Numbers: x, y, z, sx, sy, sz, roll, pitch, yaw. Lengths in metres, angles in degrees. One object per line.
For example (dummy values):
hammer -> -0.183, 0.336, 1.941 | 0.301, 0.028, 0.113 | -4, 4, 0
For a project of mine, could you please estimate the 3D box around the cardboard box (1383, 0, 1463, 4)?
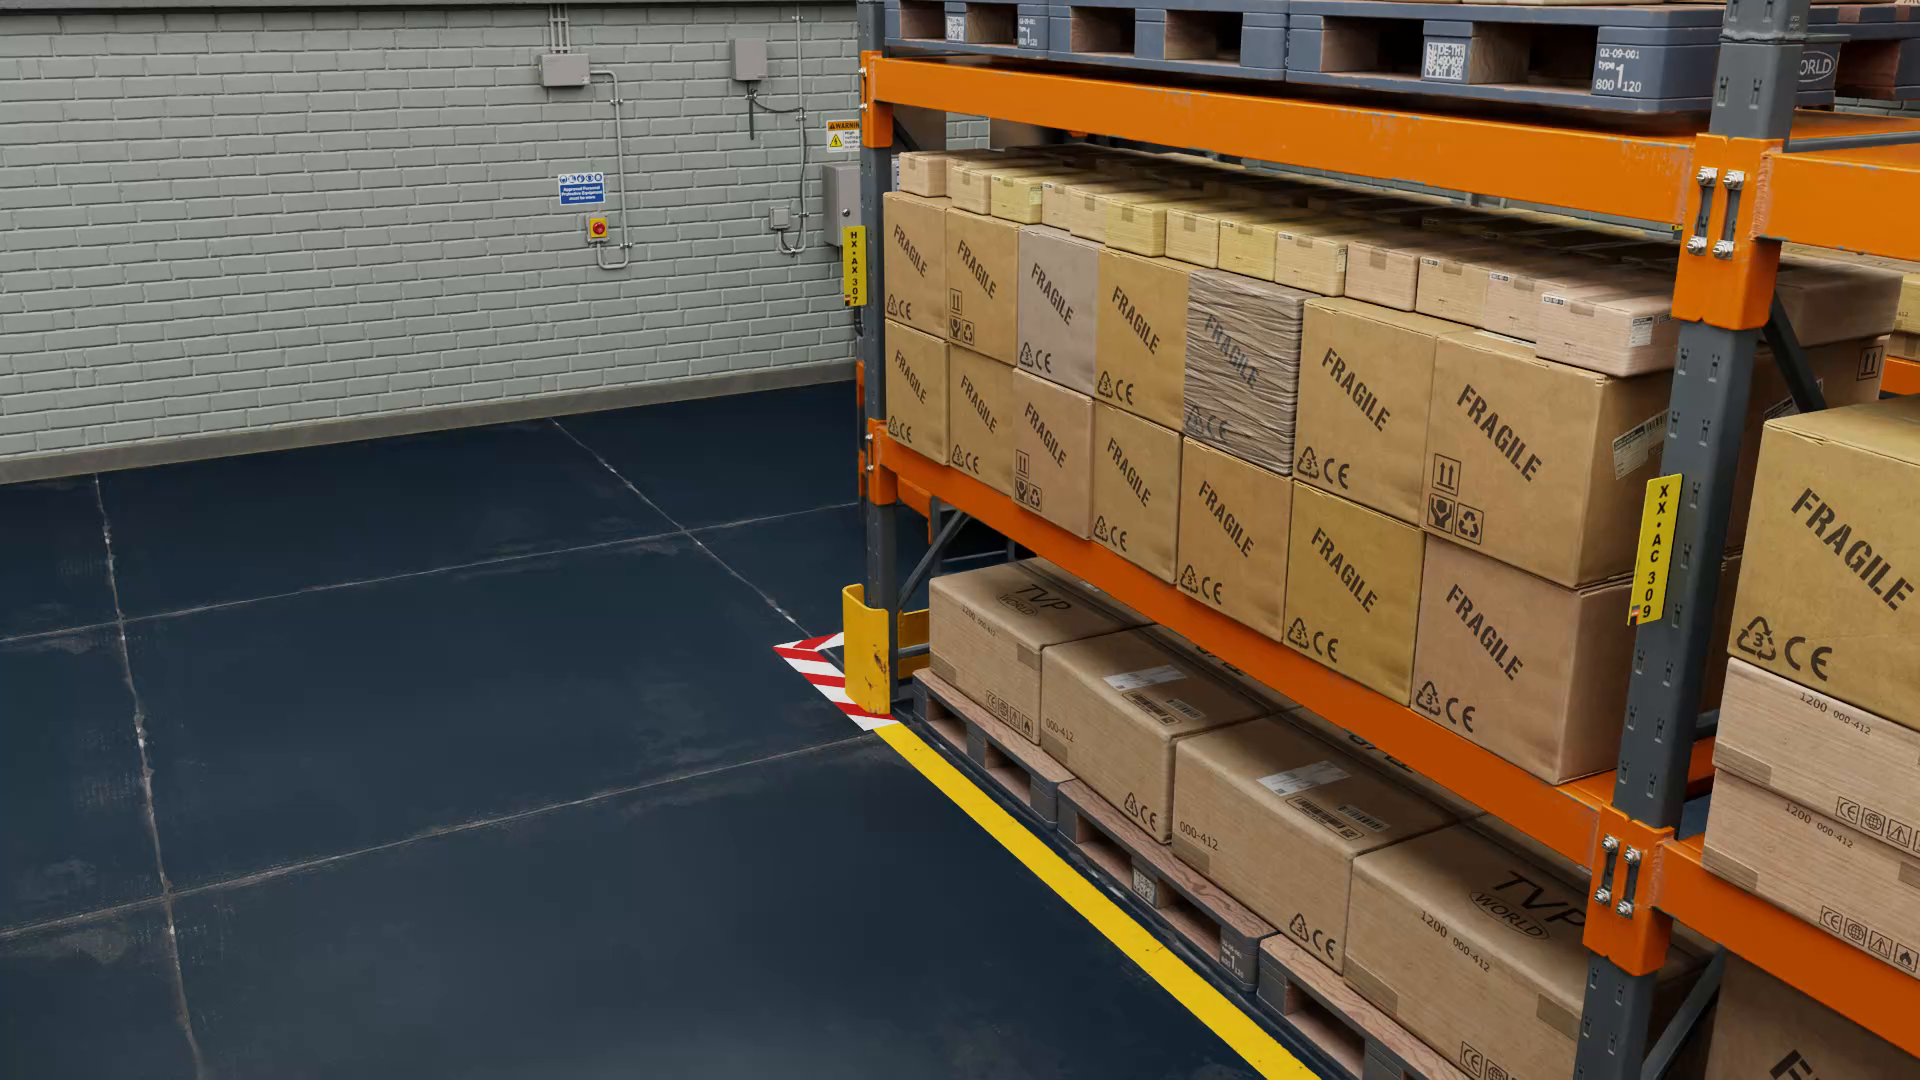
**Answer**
cardboard box -> 1.247, -1.372, 3.997 | 0.380, 0.149, 0.250 | -9, 21, -25

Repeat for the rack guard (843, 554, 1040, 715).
rack guard -> 0.047, 0.409, 7.678 | 1.175, 0.500, 0.348 | -10, 21, -27

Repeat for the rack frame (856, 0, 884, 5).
rack frame -> 0.058, -3.601, 6.272 | 1.000, 3.000, 0.127 | -10, 21, -27

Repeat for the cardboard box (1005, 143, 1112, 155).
cardboard box -> 0.405, -1.520, 6.757 | 0.380, 0.149, 0.250 | -10, 21, -26

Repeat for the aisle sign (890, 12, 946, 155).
aisle sign -> -0.231, -1.970, 6.756 | 0.394, 0.787, 0.004 | -10, 21, -27

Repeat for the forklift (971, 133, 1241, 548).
forklift -> 1.492, -1.619, 9.831 | 3.031, 2.935, 1.130 | -8, 21, -23

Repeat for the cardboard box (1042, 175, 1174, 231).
cardboard box -> 0.505, -1.150, 5.686 | 0.380, 0.149, 0.250 | -10, 21, -26

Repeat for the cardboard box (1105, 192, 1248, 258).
cardboard box -> 0.682, -0.995, 5.237 | 0.380, 0.149, 0.250 | -11, 22, -28

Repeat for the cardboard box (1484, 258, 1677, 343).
cardboard box -> 1.501, -0.575, 4.019 | 0.380, 0.149, 0.250 | -9, 21, -25

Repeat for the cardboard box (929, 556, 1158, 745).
cardboard box -> 0.459, 0.421, 7.096 | 0.875, 0.438, 0.875 | -11, 22, -28

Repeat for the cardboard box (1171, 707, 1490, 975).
cardboard box -> 1.328, 0.942, 5.587 | 0.875, 0.438, 0.875 | -11, 22, -28

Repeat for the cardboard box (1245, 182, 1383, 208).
cardboard box -> 1.167, -1.084, 5.493 | 0.380, 0.149, 0.250 | -9, 21, -25

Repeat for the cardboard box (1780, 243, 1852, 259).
cardboard box -> 4.403, -1.433, 8.959 | 0.500, 0.250, 0.500 | -10, 21, -26

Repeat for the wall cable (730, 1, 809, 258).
wall cable -> -1.397, -3.084, 12.412 | 0.588, 1.984, 0.122 | -10, 21, -27

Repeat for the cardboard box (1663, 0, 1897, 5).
cardboard box -> 1.863, -1.529, 3.916 | 0.500, 0.500, 0.500 | -10, 21, -26

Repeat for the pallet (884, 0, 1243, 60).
pallet -> 0.420, -1.930, 6.163 | 1.003, 0.211, 1.213 | -10, 21, -27

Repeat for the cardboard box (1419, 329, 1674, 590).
cardboard box -> 1.490, -0.230, 4.012 | 0.500, 0.500, 0.500 | -10, 21, -27

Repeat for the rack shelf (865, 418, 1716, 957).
rack shelf -> 1.008, 0.149, 5.704 | 1.077, 0.370, 4.000 | -10, 21, -27

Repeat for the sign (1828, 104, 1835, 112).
sign -> 4.923, -2.312, 9.474 | 0.100, 0.325, 0.005 | -10, 21, -27

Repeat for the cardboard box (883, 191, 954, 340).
cardboard box -> 0.035, -1.103, 6.544 | 0.500, 0.500, 0.500 | -11, 22, -28

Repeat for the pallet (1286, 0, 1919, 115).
pallet -> 1.578, -1.230, 4.133 | 1.003, 0.211, 1.213 | -10, 21, -27

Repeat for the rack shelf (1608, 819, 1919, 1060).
rack shelf -> 2.907, 1.297, 2.376 | 1.077, 0.370, 4.000 | -10, 21, -27

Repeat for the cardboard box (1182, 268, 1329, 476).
cardboard box -> 1.007, -0.521, 4.857 | 0.500, 0.500, 0.500 | -10, 21, -26

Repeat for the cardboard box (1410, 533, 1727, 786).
cardboard box -> 1.512, 0.242, 4.178 | 0.500, 0.500, 0.500 | -10, 21, -26

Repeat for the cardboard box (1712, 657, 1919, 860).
cardboard box -> 1.918, 0.388, 3.373 | 0.500, 0.250, 0.500 | -11, 22, -28

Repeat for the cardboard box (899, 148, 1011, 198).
cardboard box -> -0.017, -1.447, 6.546 | 0.380, 0.149, 0.250 | -9, 21, -26

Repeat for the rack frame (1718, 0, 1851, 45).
rack frame -> 1.958, -2.453, 2.944 | 1.000, 3.000, 0.127 | -10, 21, -27

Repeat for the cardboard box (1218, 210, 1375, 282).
cardboard box -> 0.980, -0.859, 4.843 | 0.380, 0.149, 0.250 | -10, 22, -28

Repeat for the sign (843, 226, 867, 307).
sign -> -0.433, -1.128, 6.852 | 0.100, 0.325, 0.005 | -10, 21, -27

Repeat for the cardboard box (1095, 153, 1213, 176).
cardboard box -> 0.743, -1.390, 6.379 | 0.380, 0.149, 0.250 | -10, 22, -27

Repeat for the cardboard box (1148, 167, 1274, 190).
cardboard box -> 0.888, -1.225, 5.902 | 0.380, 0.149, 0.250 | -10, 22, -27

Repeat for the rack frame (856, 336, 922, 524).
rack frame -> -0.369, -0.665, 9.828 | 0.500, 1.125, 0.032 | -9, 21, -24

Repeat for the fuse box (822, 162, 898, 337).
fuse box -> -0.722, -2.055, 12.963 | 0.539, 1.711, 0.414 | -10, 21, -27

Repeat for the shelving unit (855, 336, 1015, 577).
shelving unit -> -0.149, -0.516, 9.395 | 0.538, 1.125, 1.048 | -9, 21, -24

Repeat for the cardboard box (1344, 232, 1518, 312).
cardboard box -> 1.256, -0.718, 4.434 | 0.380, 0.149, 0.250 | -10, 21, -27

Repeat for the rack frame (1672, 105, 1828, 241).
rack frame -> 4.425, -1.535, 9.482 | 1.000, 3.000, 0.127 | -10, 21, -27

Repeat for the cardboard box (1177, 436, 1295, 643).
cardboard box -> 1.011, -0.047, 5.015 | 0.500, 0.500, 0.500 | -10, 22, -27

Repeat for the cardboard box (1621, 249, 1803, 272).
cardboard box -> 1.900, -0.645, 4.223 | 0.380, 0.149, 0.250 | -10, 21, -26

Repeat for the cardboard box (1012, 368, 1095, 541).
cardboard box -> 0.524, -0.341, 5.867 | 0.500, 0.500, 0.500 | -10, 21, -27

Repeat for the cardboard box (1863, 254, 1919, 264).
cardboard box -> 5.120, -1.366, 8.765 | 0.500, 0.250, 0.500 | -10, 21, -26

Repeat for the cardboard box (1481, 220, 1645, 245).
cardboard box -> 1.678, -0.793, 4.651 | 0.380, 0.149, 0.250 | -10, 21, -27

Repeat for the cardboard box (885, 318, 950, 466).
cardboard box -> 0.033, -0.630, 6.706 | 0.500, 0.500, 0.500 | -10, 21, -27

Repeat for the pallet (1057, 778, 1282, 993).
pallet -> 1.082, 1.120, 6.062 | 1.003, 0.211, 1.213 | -10, 21, -27

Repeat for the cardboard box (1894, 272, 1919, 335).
cardboard box -> 4.886, -1.143, 8.120 | 0.500, 0.250, 0.500 | -10, 22, -28

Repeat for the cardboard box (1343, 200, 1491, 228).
cardboard box -> 1.385, -0.933, 5.057 | 0.380, 0.149, 0.250 | -10, 21, -27

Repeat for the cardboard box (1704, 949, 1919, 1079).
cardboard box -> 2.322, 1.354, 3.721 | 0.875, 0.875, 0.875 | -9, 21, -25

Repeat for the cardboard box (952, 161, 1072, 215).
cardboard box -> 0.193, -1.290, 6.092 | 0.380, 0.149, 0.250 | -9, 21, -25

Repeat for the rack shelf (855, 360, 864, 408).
rack shelf -> -0.149, -0.793, 9.300 | 0.538, 0.278, 1.000 | -9, 21, -24

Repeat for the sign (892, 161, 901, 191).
sign -> -0.386, -2.755, 13.162 | 0.329, 0.494, 0.001 | -10, 21, -27

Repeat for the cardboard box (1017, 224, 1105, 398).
cardboard box -> 0.538, -0.809, 5.693 | 0.500, 0.500, 0.500 | -10, 21, -27
